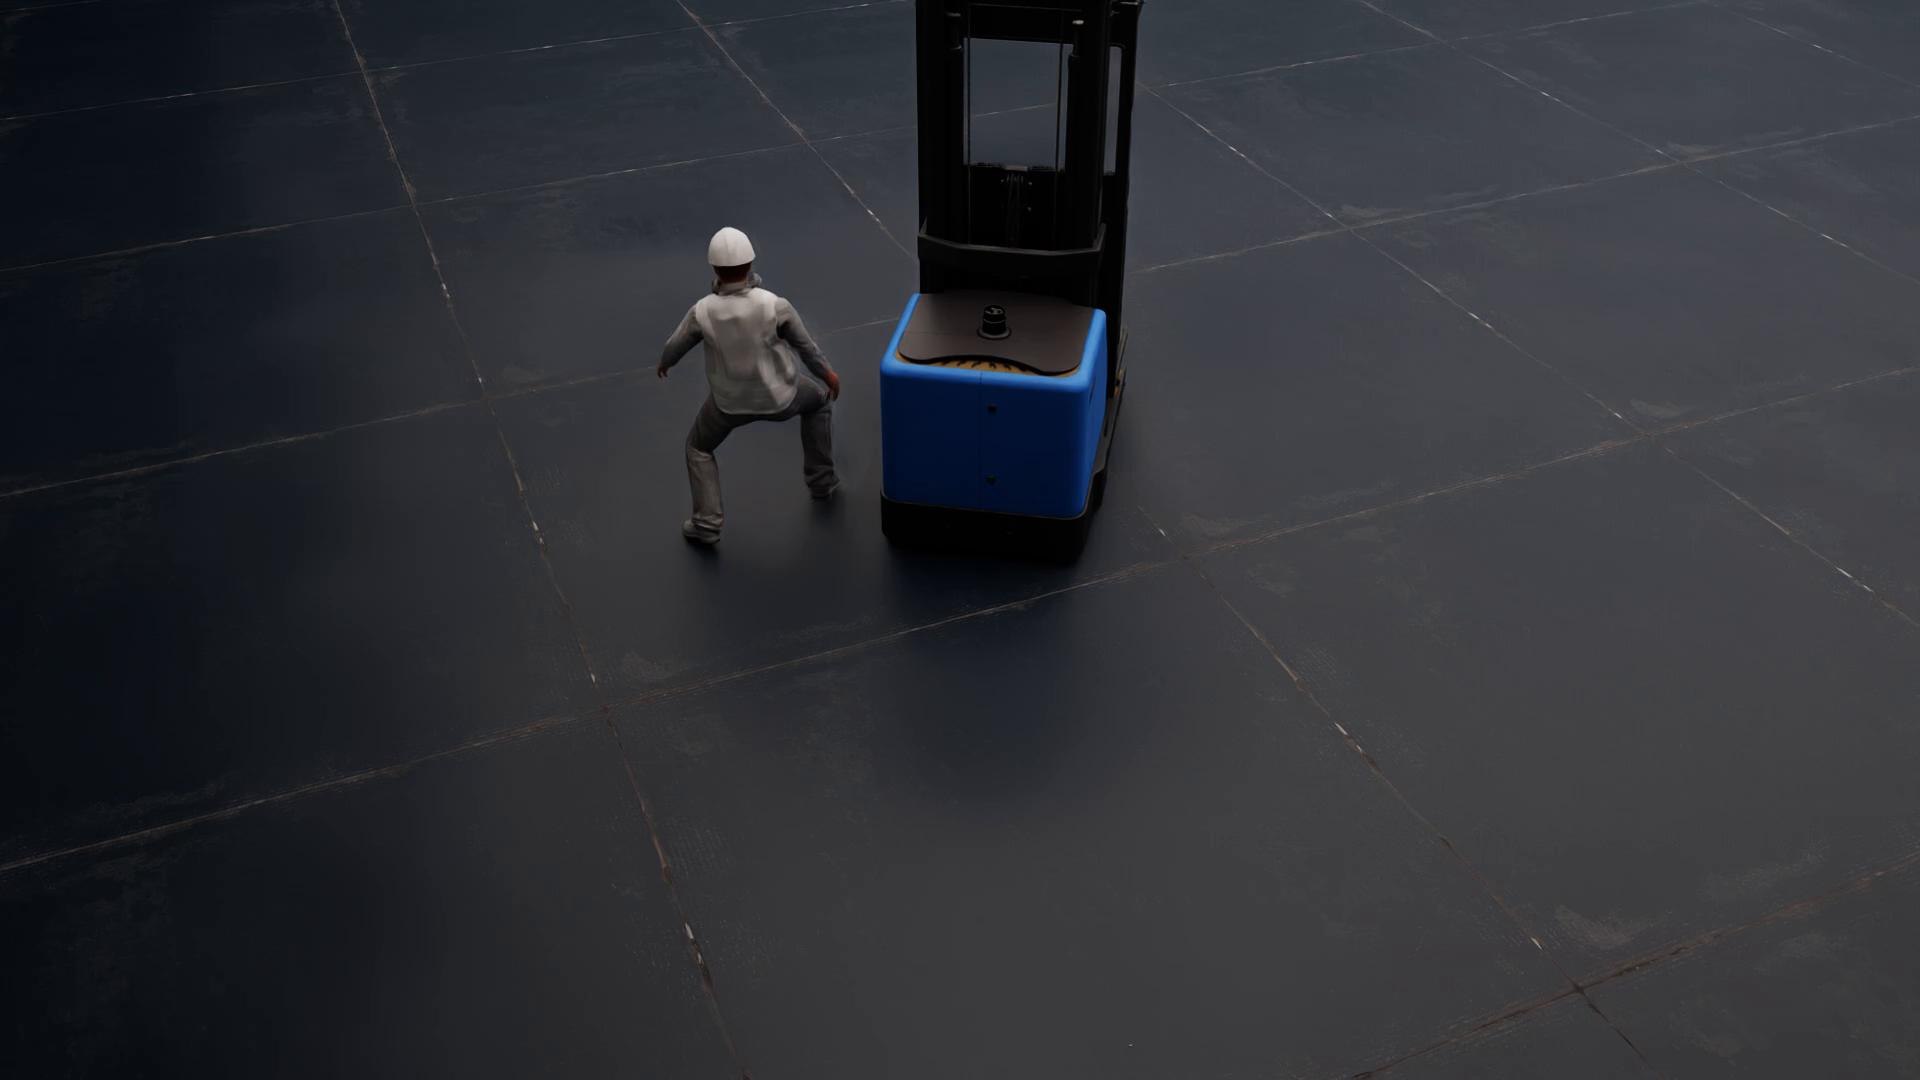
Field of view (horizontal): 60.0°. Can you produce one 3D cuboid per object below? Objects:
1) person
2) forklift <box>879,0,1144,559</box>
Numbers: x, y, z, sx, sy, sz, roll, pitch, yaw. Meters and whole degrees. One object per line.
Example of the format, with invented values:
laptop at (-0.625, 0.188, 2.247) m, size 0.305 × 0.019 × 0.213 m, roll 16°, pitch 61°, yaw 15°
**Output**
person at (-1.074, -0.808, 8.335) m, size 0.937 × 1.646 × 0.677 m, roll 0°, pitch 35°, yaw 0°
forklift at (0.371, -1.949, 8.840) m, size 1.130 × 2.935 × 3.031 m, roll 6°, pitch 36°, yaw 9°
